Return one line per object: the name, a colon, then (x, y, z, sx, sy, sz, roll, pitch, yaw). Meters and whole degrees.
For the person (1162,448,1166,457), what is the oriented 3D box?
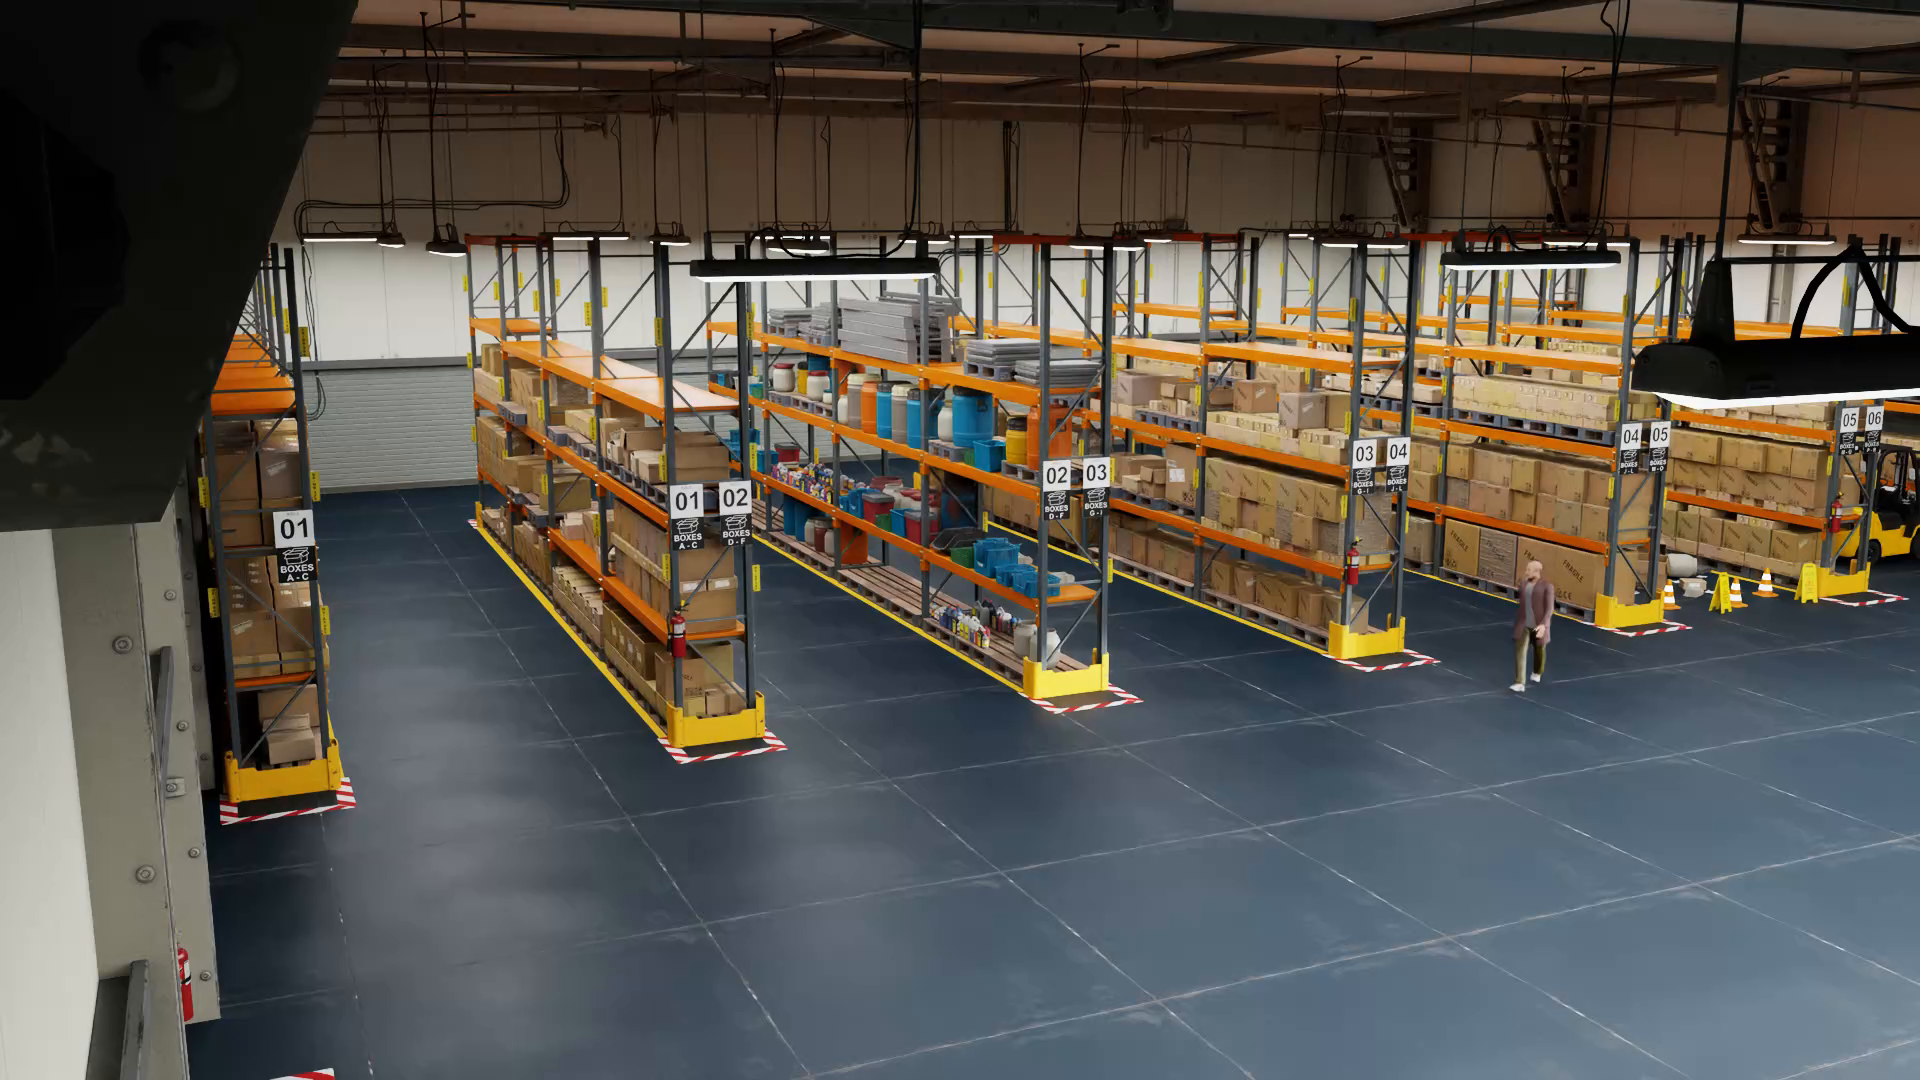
person: (5.489, -2.753, 42.945, 0.860, 1.629, 0.516, -9, 14, -38)

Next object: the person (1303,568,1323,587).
person: (6.051, 0.018, 28.532, 0.553, 1.751, 0.545, 5, 12, 25)

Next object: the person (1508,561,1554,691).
person: (7.755, 1.157, 22.549, 0.525, 1.746, 1.040, 4, 12, 21)
